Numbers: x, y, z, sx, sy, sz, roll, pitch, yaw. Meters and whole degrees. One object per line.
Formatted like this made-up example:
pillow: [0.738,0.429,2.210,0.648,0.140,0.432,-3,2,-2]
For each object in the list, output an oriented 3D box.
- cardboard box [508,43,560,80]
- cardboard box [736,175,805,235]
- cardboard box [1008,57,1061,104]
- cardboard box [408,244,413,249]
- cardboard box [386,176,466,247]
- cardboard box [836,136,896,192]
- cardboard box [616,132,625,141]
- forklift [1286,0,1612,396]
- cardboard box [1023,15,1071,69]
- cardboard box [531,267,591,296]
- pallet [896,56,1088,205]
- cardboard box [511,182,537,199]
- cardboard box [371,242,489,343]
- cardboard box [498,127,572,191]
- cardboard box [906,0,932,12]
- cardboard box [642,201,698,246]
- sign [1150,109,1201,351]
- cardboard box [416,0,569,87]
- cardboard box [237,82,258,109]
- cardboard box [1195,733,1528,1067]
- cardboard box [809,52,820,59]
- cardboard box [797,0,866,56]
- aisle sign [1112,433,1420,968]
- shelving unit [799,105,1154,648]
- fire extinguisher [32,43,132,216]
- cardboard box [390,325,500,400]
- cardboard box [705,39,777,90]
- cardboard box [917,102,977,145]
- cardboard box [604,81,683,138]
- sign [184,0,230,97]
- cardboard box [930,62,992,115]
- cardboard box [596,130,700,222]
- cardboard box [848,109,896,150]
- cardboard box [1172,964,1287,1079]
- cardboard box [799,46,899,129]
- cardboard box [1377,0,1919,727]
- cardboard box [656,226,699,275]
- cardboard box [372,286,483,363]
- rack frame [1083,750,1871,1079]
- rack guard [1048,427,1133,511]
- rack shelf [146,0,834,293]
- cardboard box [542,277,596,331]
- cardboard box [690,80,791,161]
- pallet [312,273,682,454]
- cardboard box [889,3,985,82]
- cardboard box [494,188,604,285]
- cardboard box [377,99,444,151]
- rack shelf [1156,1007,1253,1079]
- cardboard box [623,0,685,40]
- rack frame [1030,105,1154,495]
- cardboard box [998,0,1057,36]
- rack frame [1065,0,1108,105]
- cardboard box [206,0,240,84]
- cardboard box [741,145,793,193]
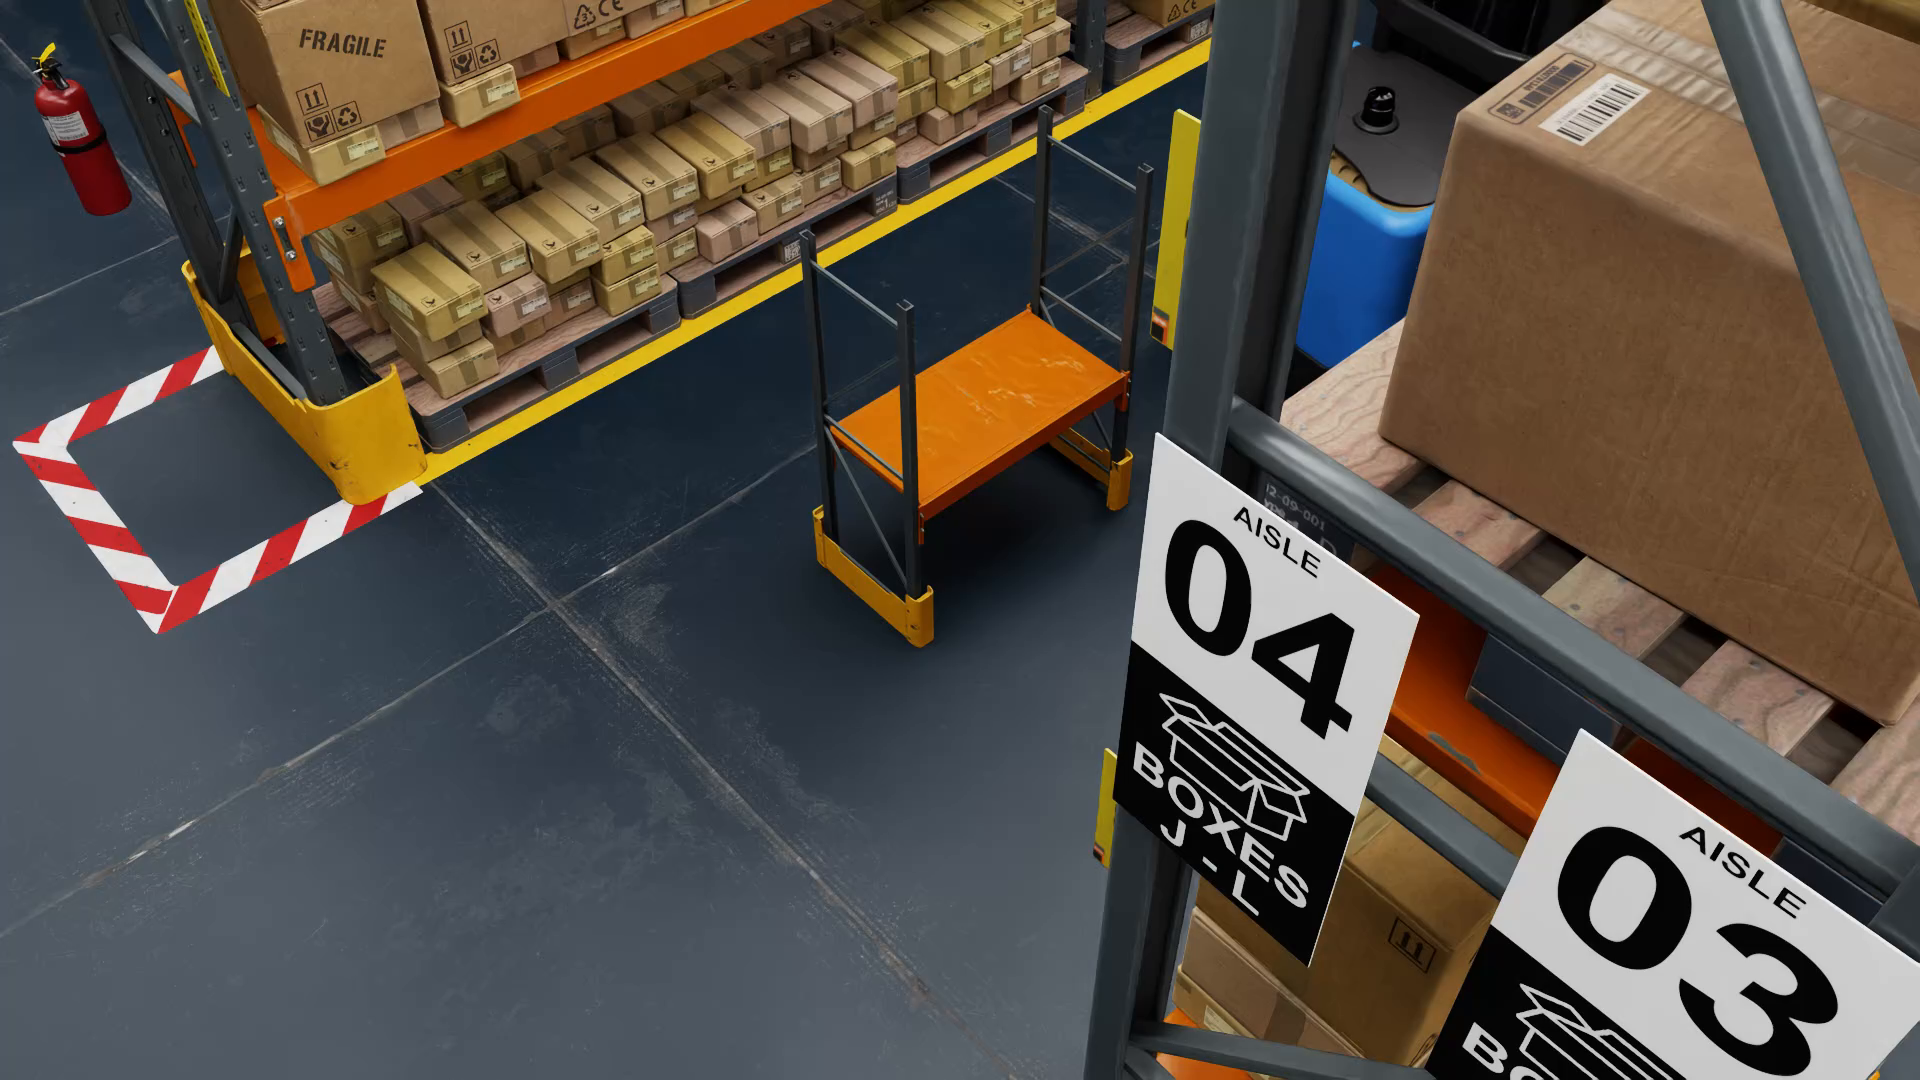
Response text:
cardboard box: [-1.680,-1.846,6.083,0.250,0.149,0.380,-31,55,-26]
cardboard box: [-0.896,-1.527,7.272,0.250,0.149,0.380,-34,56,-27]
cardboard box: [0.264,-2.268,7.956,0.250,0.149,0.380,-33,55,-27]
cardboard box: [-2.207,-1.287,6.848,0.250,0.149,0.380,-35,56,-28]
cardboard box: [-2.189,-1.364,6.717,0.250,0.149,0.380,-33,55,-26]
cardboard box: [-0.502,-1.756,7.484,0.250,0.149,0.380,-34,56,-27]
cardboard box: [-1.477,-1.824,7.344,0.250,0.149,0.380,-31,55,-25]
forklift: [2.438,-2.292,6.370,3.031,2.935,1.130,-29,54,-24]
cardboard box: [0.305,-2.420,7.893,0.250,0.149,0.380,-33,55,-26]
cardboard box: [-1.712,-1.164,6.735,0.250,0.149,0.380,-33,55,-27]
pallet: [-0.149,-2.175,8.113,1.213,0.211,1.003,-34,56,-27]
cardboard box: [-1.785,-1.522,7.065,0.250,0.149,0.380,-34,56,-28]
cardboard box: [-2.019,-0.946,6.331,0.250,0.149,0.380,-36,57,-29]
cardboard box: [-1.849,-1.655,6.985,0.250,0.149,0.380,-36,57,-28]
cardboard box: [-0.313,-2.688,7.938,0.250,0.149,0.380,-31,55,-26]
cardboard box: [-1.317,-1.415,6.966,0.380,0.149,0.250,36,57,29]
sign: [0.272,-0.340,1.933,0.005,0.325,0.100,-34,56,-27]
cardboard box: [-1.738,-1.979,5.765,0.500,0.500,0.500,-34,56,-27]
cardboard box: [-2.584,-1.724,5.970,0.250,0.149,0.380,-34,56,-27]
cardboard box: [0.811,0.565,3.077,0.500,0.500,0.500,-33,55,-27]
cardboard box: [-0.644,-2.297,7.780,0.380,0.149,0.250,36,57,29]
cardboard box: [-0.645,-2.394,7.668,0.250,0.149,0.380,-35,56,-28]
aisle sign: [0.372,0.244,2.215,0.004,0.787,0.394,-34,56,-27]
shelving unit: [0.056,-0.546,5.734,1.083,1.500,0.587,-34,56,-27]
fire extinguisher: [-3.132,-1.468,5.870,0.183,0.674,0.296,-34,56,-27]
cardboard box: [-2.032,-0.755,6.559,0.250,0.149,0.380,-33,55,-26]
cardboard box: [-1.034,-2.133,7.427,0.250,0.149,0.380,-36,57,-28]
cardboard box: [-0.137,-2.020,7.726,0.250,0.149,0.380,-36,57,-28]
cardboard box: [-1.418,-1.888,7.200,0.250,0.149,0.380,-36,57,-28]
sign: [-2.270,-1.493,4.997,0.005,0.325,0.100,-34,56,-27]
cardboard box: [-0.073,-2.137,7.633,0.250,0.149,0.380,-36,57,-28]
cardboard box: [-1.284,-1.502,6.844,0.250,0.149,0.380,-32,55,-26]
cardboard box: [-0.500,-1.930,7.441,0.250,0.149,0.380,-32,55,-26]
cardboard box: [0.669,0.983,3.473,0.250,0.149,0.380,-33,55,-27]
cardboard box: [-0.488,-1.987,7.292,0.380,0.149,0.250,36,57,29]
cardboard box: [0.976,-0.261,1.987,0.700,0.500,0.500,36,57,28]
cardboard box: [-1.327,-1.300,7.062,0.250,0.149,0.380,-34,56,-27]
cardboard box: [-2.075,-0.890,6.482,0.250,0.149,0.380,-32,55,-26]
rack frame: [0.627,1.253,3.053,0.127,3.000,1.000,-34,56,-27]
rack guard: [0.425,-0.369,6.420,0.087,0.250,0.587,-34,56,-27]
rack shelf: [-1.155,-2.239,6.764,4.000,0.370,1.077,-34,56,-27]
cardboard box: [-1.714,-1.055,6.837,0.250,0.149,0.380,-33,55,-27]
cardboard box: [-0.937,-1.784,7.104,0.250,0.149,0.380,-34,56,-27]
pallet: [-1.954,-0.968,7.000,1.213,0.211,1.003,-34,56,-27]
cardboard box: [-0.105,-2.257,7.541,0.250,0.149,0.380,-34,56,-27]
cardboard box: [-1.623,-1.202,6.568,0.250,0.149,0.380,-34,56,-27]
cardboard box: [-2.014,-1.539,5.800,0.250,0.149,0.380,-32,55,-26]
rack shelf: [2.107,0.508,4.230,4.000,0.370,1.077,-34,56,-27]
cardboard box: [-1.261,-2.073,6.293,0.250,0.149,0.380,-35,56,-28]
rack frame: [0.439,-0.802,5.970,0.032,1.500,0.500,-34,56,-27]
cardboard box: [0.236,-2.532,7.794,0.250,0.149,0.380,-32,55,-26]
rack frame: [0.325,-3.472,7.412,0.127,3.000,1.000,-34,56,-27]
cardboard box: [-2.476,-1.991,5.776,0.500,0.500,0.500,-33,55,-26]
cardboard box: [-0.938,-1.699,7.229,0.250,0.149,0.380,-31,55,-26]
